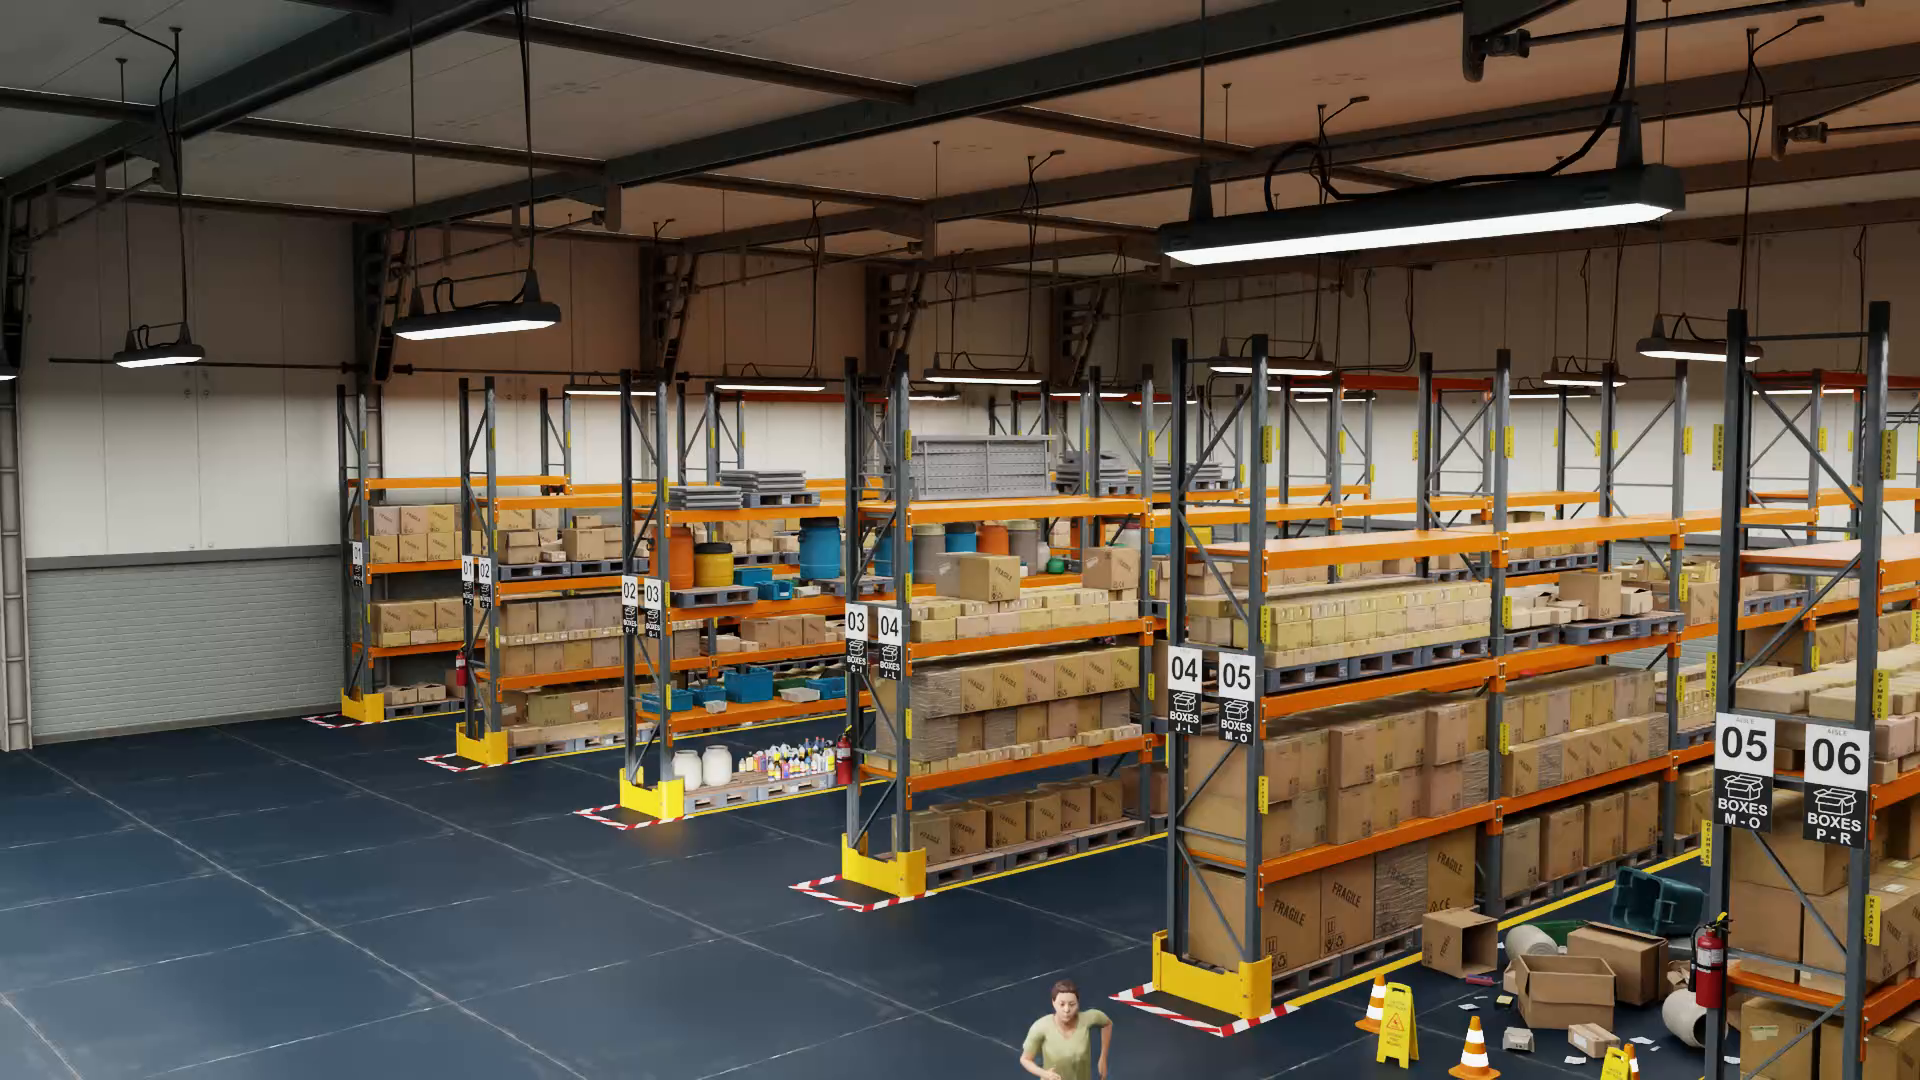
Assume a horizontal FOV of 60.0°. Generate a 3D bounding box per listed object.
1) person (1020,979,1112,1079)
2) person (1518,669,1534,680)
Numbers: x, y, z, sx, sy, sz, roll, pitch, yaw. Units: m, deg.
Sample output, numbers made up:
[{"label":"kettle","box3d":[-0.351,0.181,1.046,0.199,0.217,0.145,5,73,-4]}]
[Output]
[{"label":"person","box3d":[0.691,3.647,10.802,0.591,1.715,0.890,0,4,5]},{"label":"person","box3d":[8.036,2.726,23.661,0.637,1.823,0.763,3,5,40]}]
